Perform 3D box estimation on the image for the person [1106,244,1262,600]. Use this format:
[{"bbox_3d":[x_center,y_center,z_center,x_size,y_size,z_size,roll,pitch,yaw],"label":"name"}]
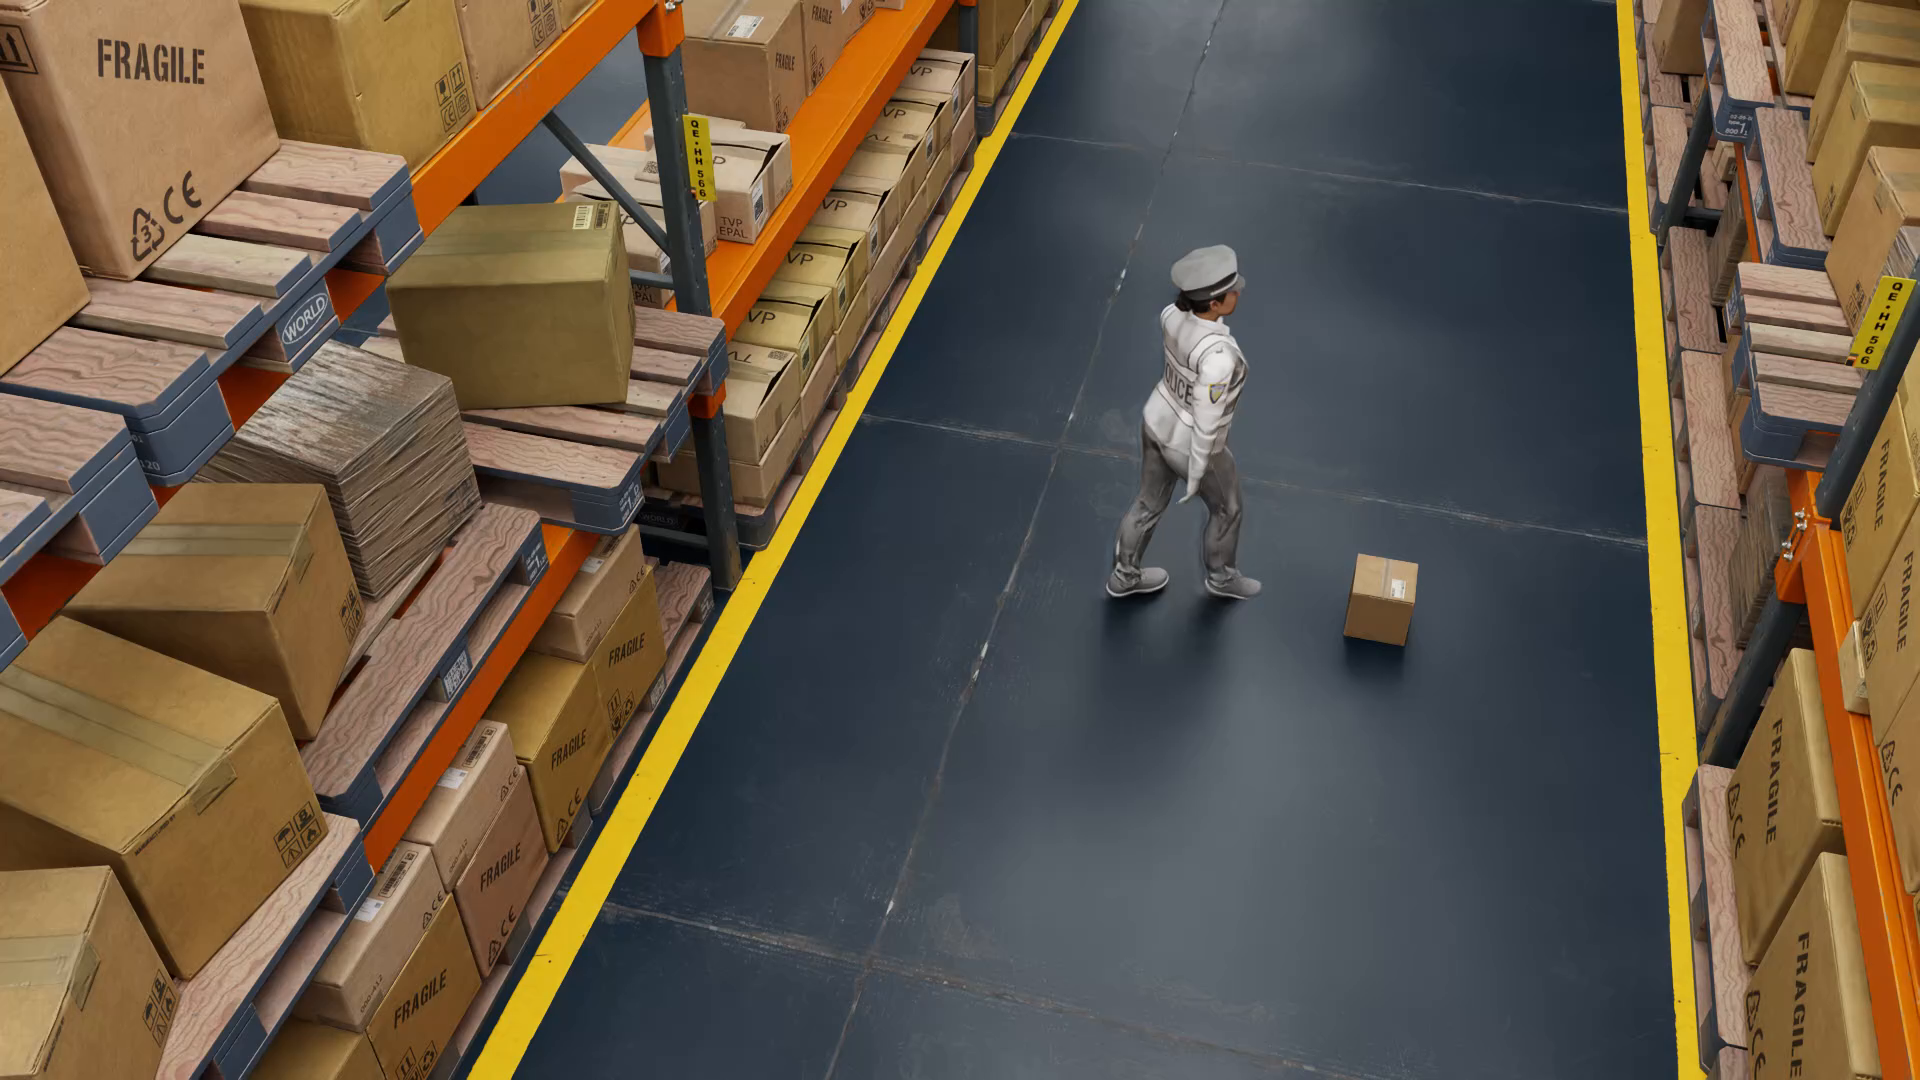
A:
[{"bbox_3d":[0.962,-0.405,6.620,0.661,1.721,0.516,-16,44,-17],"label":"person"}]
